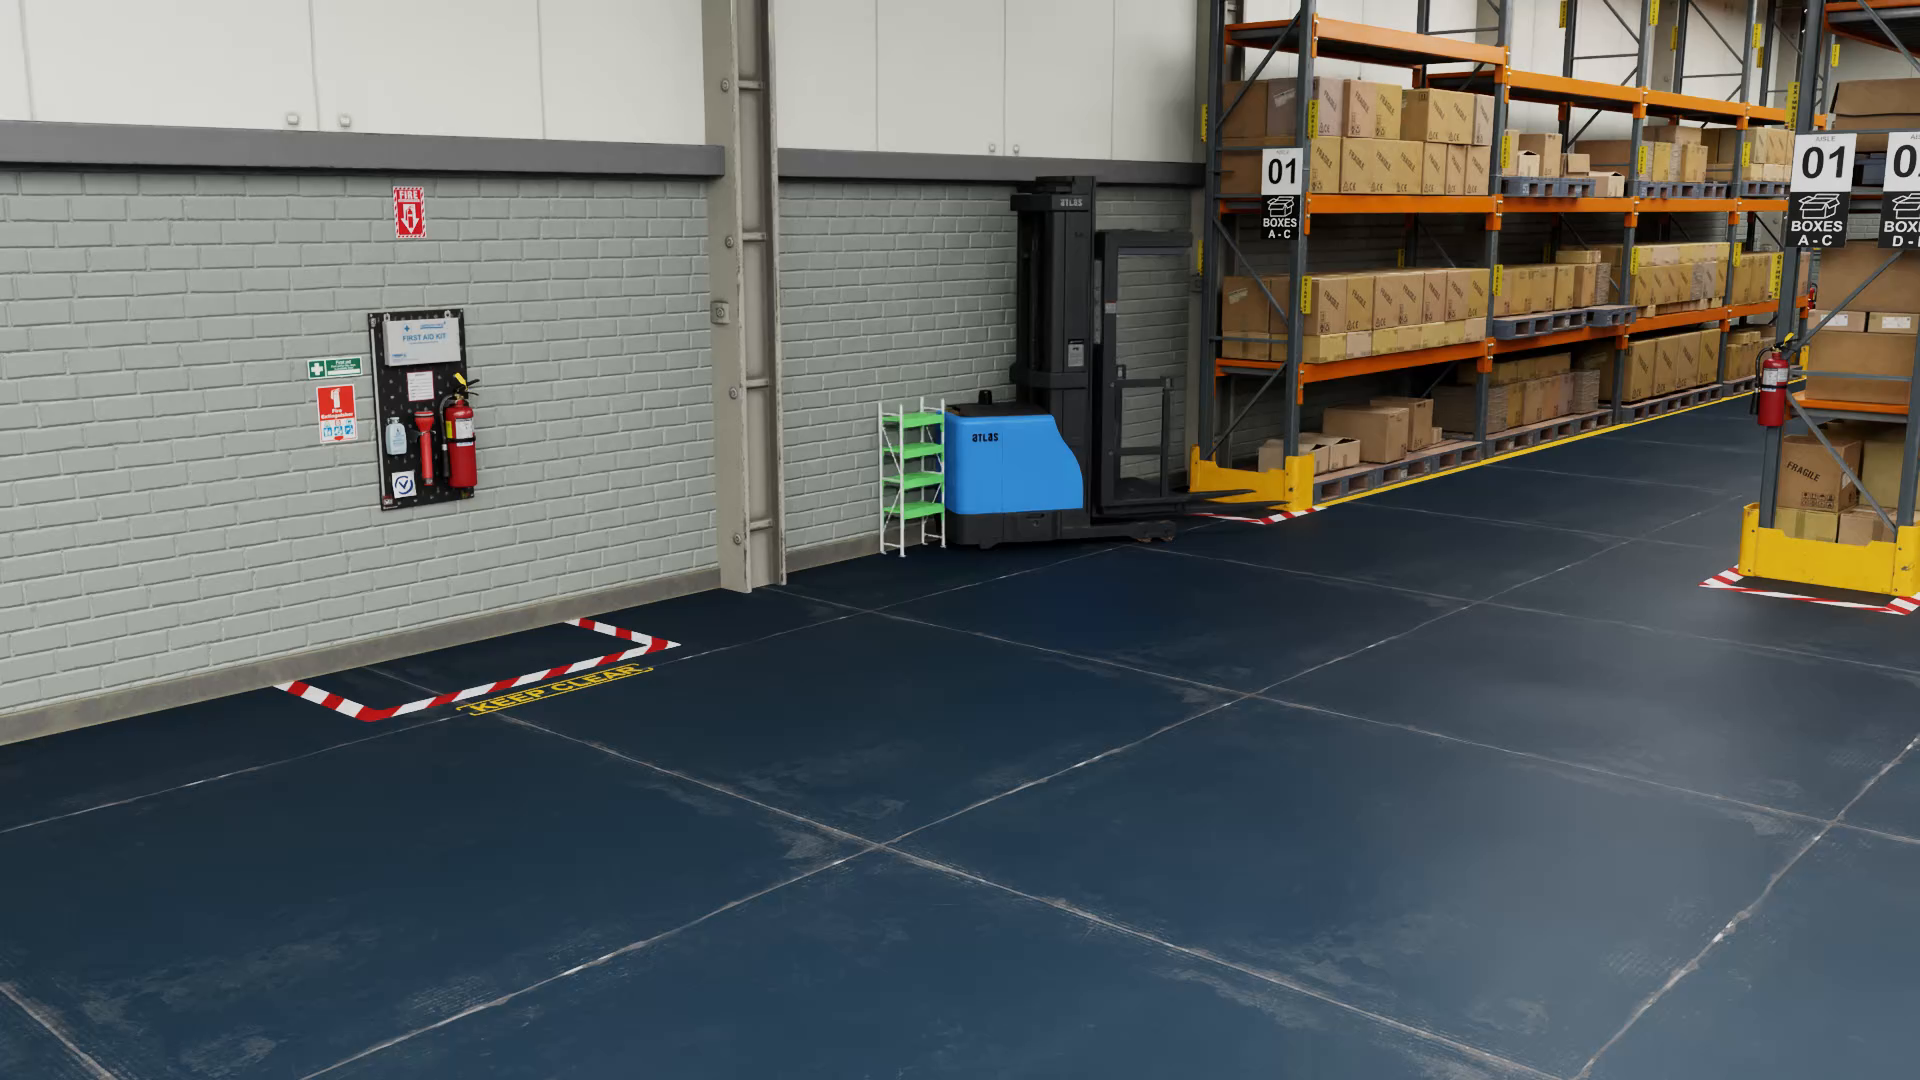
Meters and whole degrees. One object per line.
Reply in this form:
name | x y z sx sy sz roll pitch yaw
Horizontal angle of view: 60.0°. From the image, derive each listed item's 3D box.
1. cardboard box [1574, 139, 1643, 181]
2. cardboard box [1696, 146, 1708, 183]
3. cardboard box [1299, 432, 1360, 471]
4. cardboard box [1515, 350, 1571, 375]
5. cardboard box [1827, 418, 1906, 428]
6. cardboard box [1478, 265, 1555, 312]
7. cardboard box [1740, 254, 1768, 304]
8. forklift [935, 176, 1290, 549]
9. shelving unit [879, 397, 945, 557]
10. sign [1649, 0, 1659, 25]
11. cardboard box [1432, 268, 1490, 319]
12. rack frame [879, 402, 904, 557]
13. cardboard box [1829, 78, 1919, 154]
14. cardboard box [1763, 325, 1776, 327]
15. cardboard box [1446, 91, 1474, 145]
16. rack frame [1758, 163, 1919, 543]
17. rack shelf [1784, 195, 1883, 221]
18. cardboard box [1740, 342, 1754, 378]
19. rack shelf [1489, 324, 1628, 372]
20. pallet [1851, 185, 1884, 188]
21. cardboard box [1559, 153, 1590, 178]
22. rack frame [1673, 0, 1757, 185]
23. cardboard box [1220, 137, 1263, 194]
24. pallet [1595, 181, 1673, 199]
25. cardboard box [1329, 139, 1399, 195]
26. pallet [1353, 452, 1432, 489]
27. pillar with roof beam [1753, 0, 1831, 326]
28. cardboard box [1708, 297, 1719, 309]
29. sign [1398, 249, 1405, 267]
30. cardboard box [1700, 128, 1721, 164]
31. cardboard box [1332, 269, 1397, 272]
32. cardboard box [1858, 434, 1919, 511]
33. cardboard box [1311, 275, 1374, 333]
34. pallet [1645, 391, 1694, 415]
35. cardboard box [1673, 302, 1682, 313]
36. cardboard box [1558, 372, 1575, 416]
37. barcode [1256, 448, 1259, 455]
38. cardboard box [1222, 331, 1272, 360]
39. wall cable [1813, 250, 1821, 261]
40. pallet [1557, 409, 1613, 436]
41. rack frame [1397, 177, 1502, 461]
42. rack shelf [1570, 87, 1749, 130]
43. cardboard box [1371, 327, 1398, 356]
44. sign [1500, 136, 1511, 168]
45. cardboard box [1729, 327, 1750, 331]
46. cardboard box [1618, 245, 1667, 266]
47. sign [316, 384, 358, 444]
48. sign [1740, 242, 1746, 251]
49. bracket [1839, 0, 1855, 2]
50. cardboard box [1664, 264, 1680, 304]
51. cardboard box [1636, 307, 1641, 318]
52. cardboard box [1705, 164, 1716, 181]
cardboard box | 8.195 -4.800 21.048 0.700 0.500 0.500 8 14 36
cardboard box | 9.901 -5.196 23.029 0.700 0.500 0.500 9 14 37
cardboard box | 3.544 -0.881 16.205 0.500 0.311 0.500 -11 15 -43
cardboard box | 7.065 -2.156 20.191 0.500 0.250 0.500 10 15 41
cardboard box | 7.478 -0.735 13.766 0.500 0.500 0.500 10 15 40
cardboard box | 6.431 -2.916 19.272 0.500 0.500 0.700 -10 15 -40
cardboard box | 11.421 -3.907 24.847 0.980 0.700 0.700 9 15 39
forklift | 1.270 -1.511 13.793 3.031 2.935 1.130 -4 12 -17
shelving unit | -0.376 -0.504 13.168 0.258 1.200 0.503 9 15 40
sign | 8.338 -6.357 19.976 0.100 0.325 0.005 10 15 40
cardboard box | 5.204 -2.593 17.451 0.500 0.500 0.500 10 15 40
rack frame | -0.536 -0.468 12.987 0.240 1.200 0.015 9 15 40
cardboard box | 6.750 -3.050 11.972 0.637 0.503 0.797 -11 16 -44
cardboard box | 12.870 -3.304 26.247 0.380 0.149 0.250 10 15 40
cardboard box | 4.801 -4.227 16.699 0.500 0.500 0.500 11 16 43
rack frame | 6.367 -1.170 11.910 1.000 3.000 0.127 10 15 40
rack shelf | 7.687 -2.582 13.160 1.077 0.370 4.000 10 15 40
cardboard box | 11.470 -2.726 25.009 0.700 0.500 0.500 10 15 40
rack shelf | 6.604 -2.340 19.604 1.077 0.370 4.000 10 15 40
pallet | 7.658 -2.878 13.031 1.003 0.211 1.213 10 15 40
cardboard box | 6.999 -4.339 19.806 0.637 0.503 0.797 -10 15 -40
rack frame | 10.565 -6.517 23.365 1.000 3.000 0.127 10 15 40
cardboard box | 2.729 -3.434 15.279 0.500 0.500 0.500 -11 16 -43
pallet | 8.310 -4.467 21.240 1.213 0.211 1.003 11 16 43
cardboard box | 3.773 -3.508 15.650 0.500 0.500 0.500 11 16 43
pallet | 4.062 -0.747 16.913 1.003 0.211 1.213 10 15 40
pillar with roof beam | 17.572 -7.058 26.074 9.100 9.000 0.548 10 15 40
cardboard box | 10.406 -3.335 23.342 0.380 0.149 0.250 10 15 41
sign | 4.865 -3.037 18.303 0.100 0.325 0.005 10 15 40
cardboard box | 10.851 -5.728 24.215 0.500 0.500 0.500 10 15 40
cardboard box | 4.139 -2.512 17.046 0.500 0.500 0.500 10 15 42
cardboard box | 7.217 -0.519 12.685 0.500 0.500 0.500 10 15 40
cardboard box | 3.518 -2.217 15.568 0.500 0.500 0.500 10 15 41
pallet | 9.307 -1.904 22.706 1.003 0.211 1.213 10 15 40
cardboard box | 9.499 -3.157 22.448 0.380 0.149 0.250 10 15 42
cardboard box | 7.061 -1.803 20.340 0.700 0.500 0.500 10 15 40
barcode | 2.879 -0.856 16.057 0.001 0.075 0.075 10 15 40
cardboard box | 2.806 -1.840 15.596 0.500 0.250 0.500 10 15 41
wall cable | 17.207 -6.369 30.551 3.097 2.526 0.112 10 15 40
pallet | 7.407 -1.505 20.705 1.003 0.211 1.213 10 15 40
rack frame | 5.284 -2.398 18.060 1.000 3.000 0.127 10 15 40
rack shelf | 9.245 -5.674 22.002 1.077 0.370 4.000 10 15 40
cardboard box | 3.877 -1.929 16.043 0.500 0.250 0.500 9 15 39
sign | 5.697 -4.054 17.370 0.100 0.325 0.005 10 15 40
cardboard box | 12.084 -3.241 25.935 0.380 0.149 0.250 10 15 41
cardboard box | 8.772 -3.672 21.456 0.500 0.250 0.500 9 15 40
sign | -3.607 -0.733 9.630 0.001 0.329 0.234 10 15 40
sign | 12.792 -4.700 27.171 0.100 0.325 0.005 10 15 40
bracket | 16.053 -9.657 29.895 0.076 0.066 3.189 10 15 40
cardboard box | 9.118 -3.379 21.902 0.500 0.500 0.500 10 15 40
cardboard box | 8.489 -2.928 21.302 0.380 0.149 0.250 10 15 41
cardboard box | 10.840 -5.359 24.279 0.500 0.250 0.500 10 15 41
